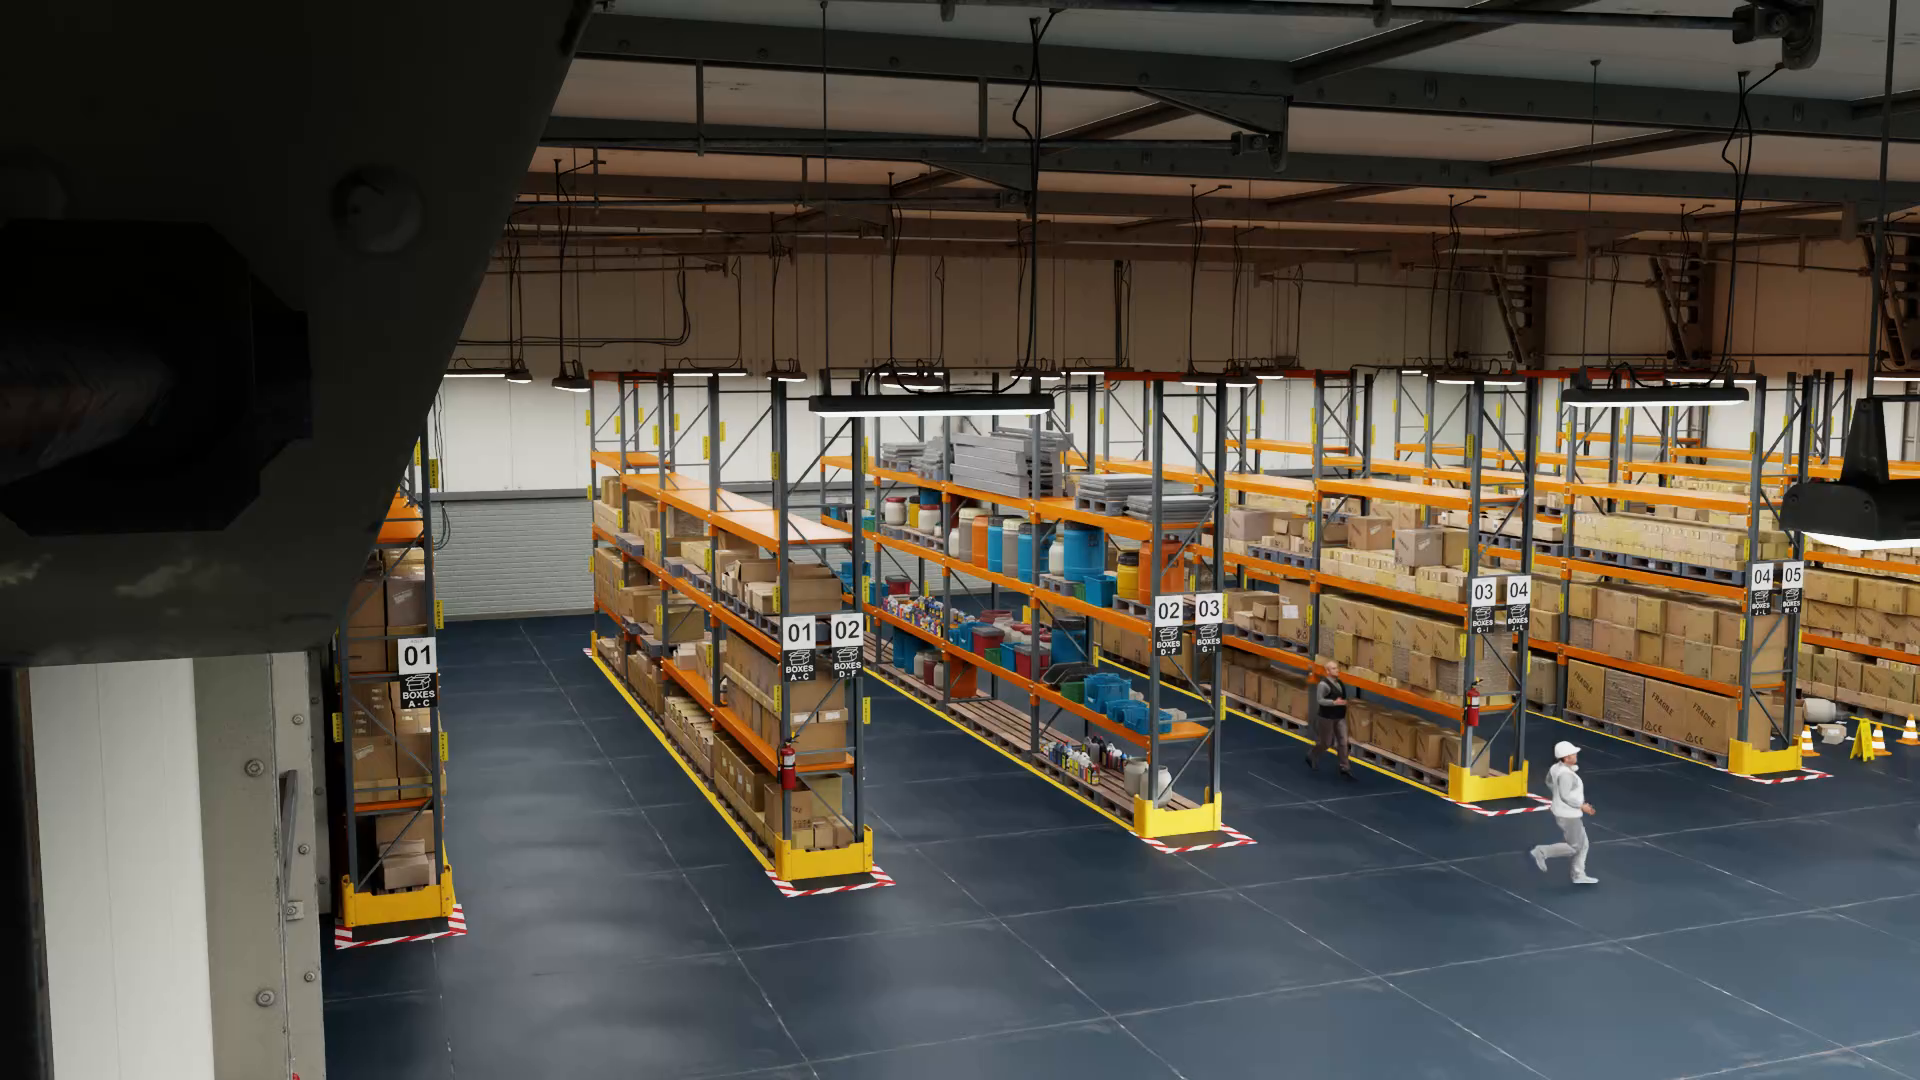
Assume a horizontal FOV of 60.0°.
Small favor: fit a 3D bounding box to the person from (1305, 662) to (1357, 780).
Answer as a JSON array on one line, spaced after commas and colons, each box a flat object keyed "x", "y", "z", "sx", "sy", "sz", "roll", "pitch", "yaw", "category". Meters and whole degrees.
[{"x": 5.564, "y": 2.674, "z": 24.851, "sx": 0.661, "sy": 1.715, "sz": 0.906, "roll": -4, "pitch": 8, "yaw": -35, "category": "person"}]

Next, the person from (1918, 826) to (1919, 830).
[{"x": 12.412, "y": 3.150, "z": 20.816, "sx": 0.641, "sy": 1.736, "sz": 0.730, "roll": 2, "pitch": 7, "yaw": 19, "category": "person"}]

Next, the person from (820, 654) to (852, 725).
[{"x": -2.056, "y": 2.214, "z": 28.667, "sx": 0.659, "sy": 1.787, "sz": 0.980, "roll": -4, "pitch": 7, "yaw": -29, "category": "person"}]

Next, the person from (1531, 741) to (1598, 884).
[{"x": 7.254, "y": 3.263, "z": 19.912, "sx": 0.808, "sy": 1.737, "sz": 0.677, "roll": 1, "pitch": 6, "yaw": 10, "category": "person"}]
